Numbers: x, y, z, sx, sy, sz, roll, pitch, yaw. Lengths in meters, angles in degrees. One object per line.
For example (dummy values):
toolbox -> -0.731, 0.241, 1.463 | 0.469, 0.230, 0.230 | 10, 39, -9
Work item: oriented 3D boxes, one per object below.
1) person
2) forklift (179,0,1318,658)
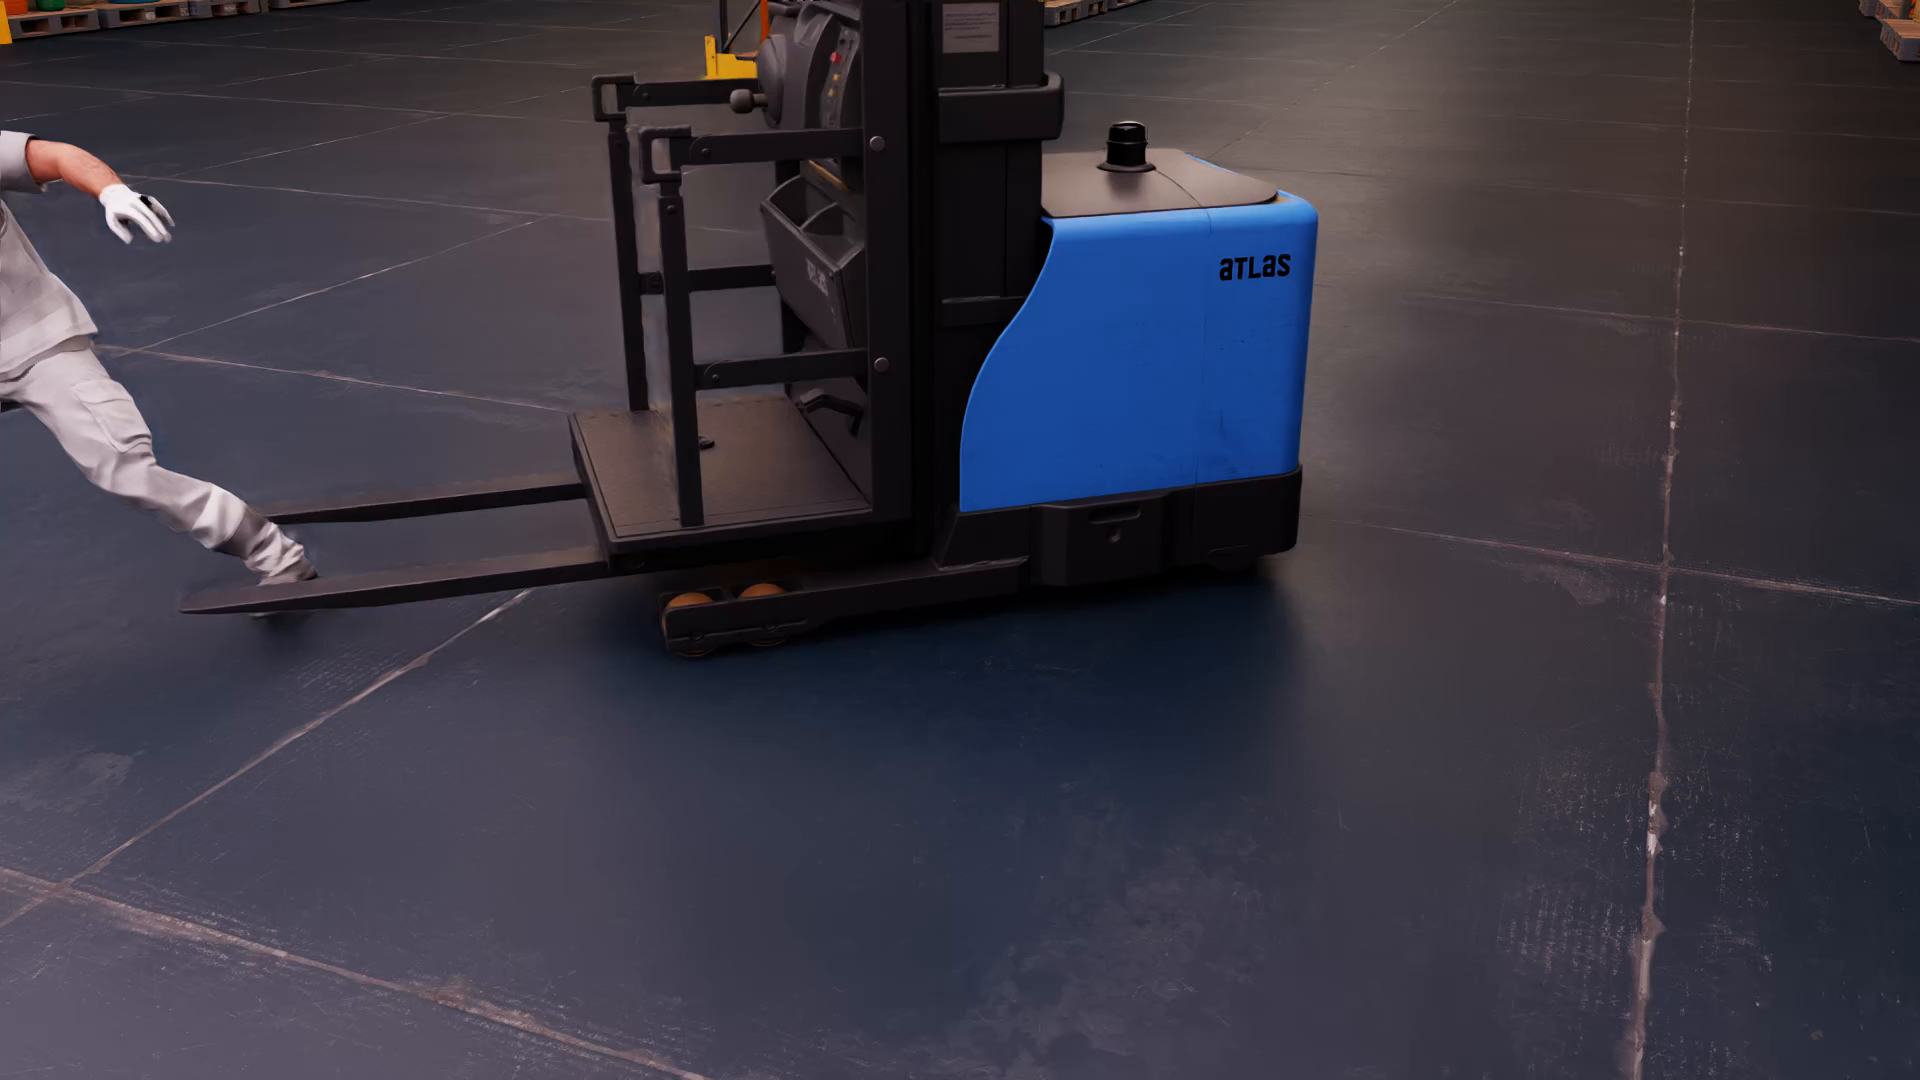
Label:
person -> -2.473, -0.405, 4.202 | 1.311, 1.469, 0.769 | 5, 23, 11
forklift -> -0.586, -1.272, 4.336 | 3.031, 2.935, 1.130 | -7, 24, -16
